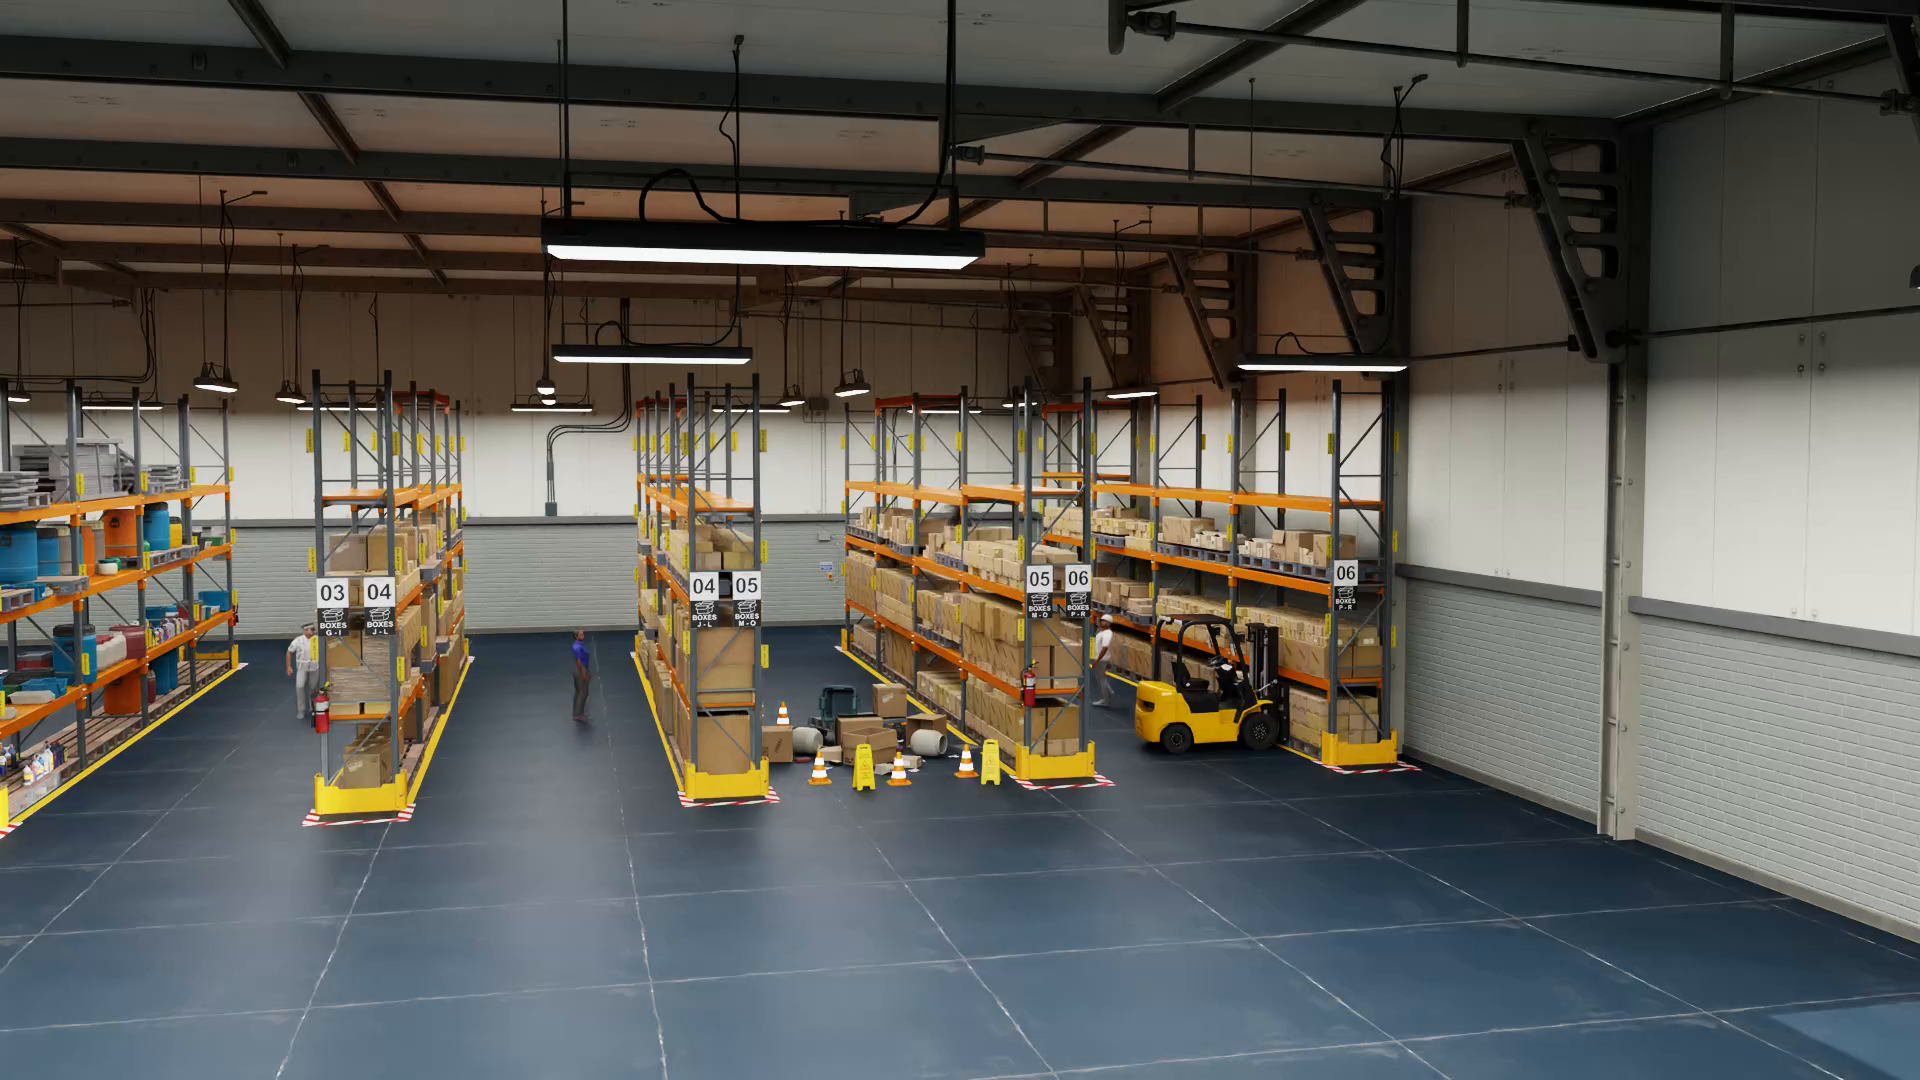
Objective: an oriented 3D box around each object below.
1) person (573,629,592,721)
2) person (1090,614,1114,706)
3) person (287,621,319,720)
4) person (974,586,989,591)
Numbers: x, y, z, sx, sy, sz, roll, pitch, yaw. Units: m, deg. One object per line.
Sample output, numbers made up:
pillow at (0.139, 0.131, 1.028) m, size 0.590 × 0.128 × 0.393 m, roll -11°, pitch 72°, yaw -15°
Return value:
person at (-6.845, 2.457, 30.199) m, size 0.369 × 1.699 × 0.480 m, roll -1°, pitch 4°, yaw -20°
person at (2.684, 2.288, 31.624) m, size 0.514 × 1.749 × 0.625 m, roll 1°, pitch 3°, yaw 18°
person at (-12.017, 2.379, 30.684) m, size 0.762 × 1.765 × 0.995 m, roll -1°, pitch 3°, yaw -14°
person at (0.515, 1.688, 42.378) m, size 0.933 × 1.726 × 0.689 m, roll -1°, pitch 3°, yaw -12°
